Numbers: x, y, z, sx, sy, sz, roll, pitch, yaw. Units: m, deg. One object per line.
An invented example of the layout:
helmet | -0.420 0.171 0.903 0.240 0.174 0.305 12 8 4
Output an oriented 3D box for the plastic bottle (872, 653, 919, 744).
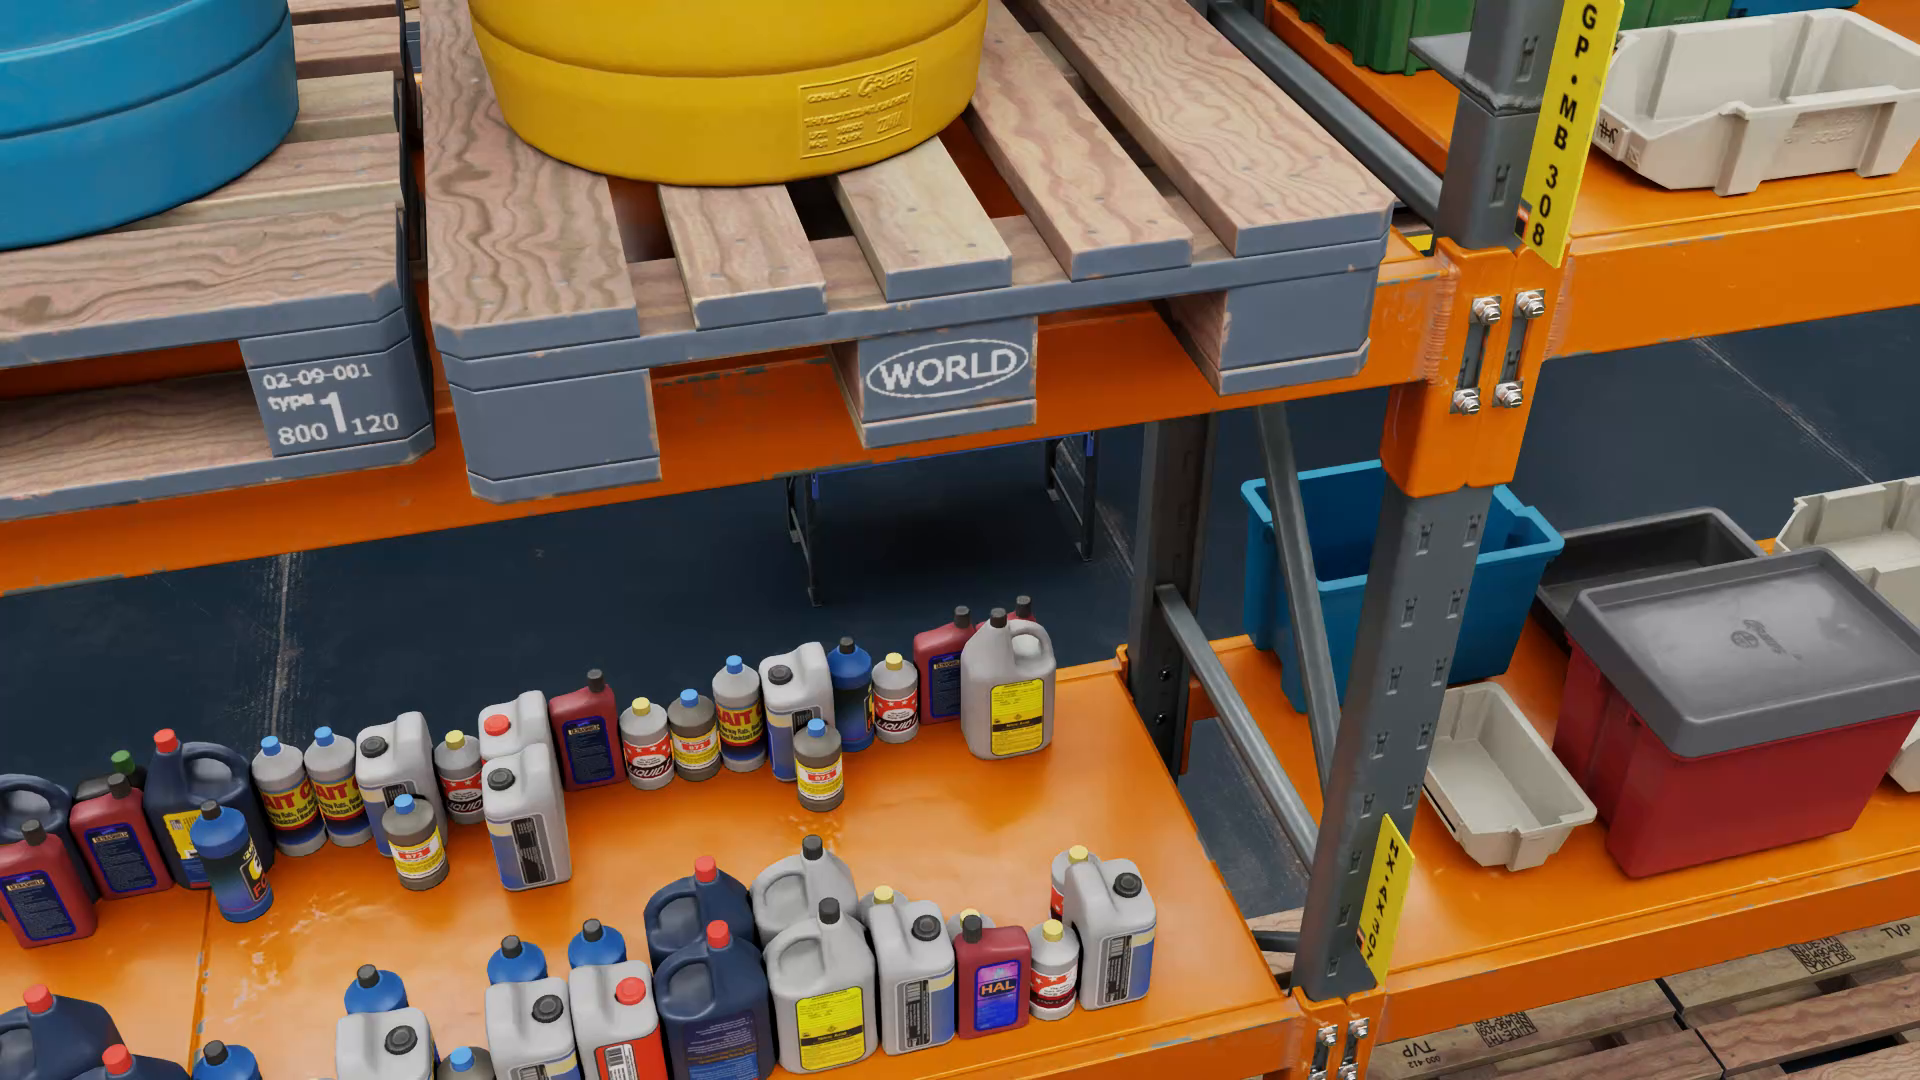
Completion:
plastic bottle | -0.137 0.326 3.519 0.097 0.201 0.097 0 37 0

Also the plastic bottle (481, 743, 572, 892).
plastic bottle | -0.837 0.524 3.198 0.135 0.276 0.152 -9 38 -12

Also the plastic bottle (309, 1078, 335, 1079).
plastic bottle | -1.031 0.950 2.703 0.097 0.201 0.097 0 37 0

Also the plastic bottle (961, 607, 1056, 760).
plastic bottle | 0.100 0.280 3.455 0.185 0.351 0.144 -9 38 -12

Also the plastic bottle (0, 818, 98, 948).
plastic bottle | -1.700 0.629 3.055 0.133 0.283 0.061 -9 38 -12

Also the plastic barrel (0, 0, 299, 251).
plastic barrel | -1.044 -0.808 1.611 0.708 0.901 0.600 -9 38 -12

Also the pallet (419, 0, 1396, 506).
pallet | -0.168 -0.546 2.182 1.003 0.211 1.213 -9 38 -12

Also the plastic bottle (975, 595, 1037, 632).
plastic bottle | 0.098 0.243 3.559 0.133 0.283 0.061 -9 38 -12

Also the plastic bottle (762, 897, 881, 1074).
plastic bottle | -0.239 0.746 2.847 0.185 0.351 0.144 -9 38 -12

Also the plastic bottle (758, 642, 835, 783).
plastic bottle | -0.336 0.346 3.431 0.135 0.276 0.152 -9 38 -12

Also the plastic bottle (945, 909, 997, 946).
plastic bottle | 0.018 0.740 2.978 0.097 0.201 0.097 0 37 0

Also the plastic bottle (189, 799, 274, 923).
plastic bottle | -1.370 0.591 3.115 0.097 0.271 0.097 0 37 0

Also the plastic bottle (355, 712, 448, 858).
plastic bottle | -1.101 0.471 3.267 0.135 0.276 0.152 -9 38 -12

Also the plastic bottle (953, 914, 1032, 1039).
plastic bottle | 0.056 0.751 2.896 0.133 0.283 0.061 -9 38 -12

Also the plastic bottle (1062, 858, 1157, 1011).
plastic bottle | 0.267 0.690 2.981 0.135 0.276 0.152 -9 38 -12

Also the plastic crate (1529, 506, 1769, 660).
plastic crate | 1.574 0.139 3.776 0.590 0.125 0.437 -9 38 -12

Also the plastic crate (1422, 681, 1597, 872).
plastic crate | 1.050 0.480 3.322 0.243 0.136 0.396 -9 38 -12

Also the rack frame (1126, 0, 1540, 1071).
rack frame | 0.563 0.389 3.273 0.127 3.000 1.000 -9 38 -12

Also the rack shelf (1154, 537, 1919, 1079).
rack shelf | 2.494 0.358 3.906 4.000 0.370 1.077 -9 38 -12

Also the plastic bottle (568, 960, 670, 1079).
plastic bottle | -0.572 0.828 2.801 0.135 0.276 0.152 -9 38 -12

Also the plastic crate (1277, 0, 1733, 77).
plastic crate | 0.894 -0.963 2.745 0.662 0.188 0.450 -9 38 -12

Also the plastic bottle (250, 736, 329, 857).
plastic bottle | -1.314 0.491 3.245 0.097 0.271 0.097 0 37 0

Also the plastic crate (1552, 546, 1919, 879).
plastic crate | 1.491 0.345 3.228 0.583 0.464 0.402 -9 38 -12

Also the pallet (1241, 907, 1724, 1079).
pallet | 1.263 1.357 4.302 1.213 0.211 1.003 -9 38 -12

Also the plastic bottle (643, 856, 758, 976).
plastic bottle | -0.455 0.691 2.919 0.185 0.351 0.144 -9 38 -12

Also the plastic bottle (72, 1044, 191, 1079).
plastic bottle | -1.302 0.920 2.618 0.185 0.351 0.144 -9 38 -12

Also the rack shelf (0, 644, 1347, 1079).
rack shelf | -1.367 0.991 3.077 4.000 0.370 1.077 -9 38 -12

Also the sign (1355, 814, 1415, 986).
sign | 0.705 0.602 2.767 0.005 0.325 0.100 -9 38 -12

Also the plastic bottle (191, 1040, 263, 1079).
plastic bottle | -1.176 0.908 2.701 0.097 0.271 0.097 0 37 0

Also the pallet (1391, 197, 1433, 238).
pallet | 2.294 -1.904 8.566 1.213 0.211 1.003 -9 38 -12

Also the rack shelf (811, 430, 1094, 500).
rack shelf | -0.082 -0.439 5.886 1.000 0.185 0.538 -9 38 -12

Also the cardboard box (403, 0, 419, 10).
cardboard box | -2.414 -2.408 6.501 0.500 0.500 0.700 -19 41 -23

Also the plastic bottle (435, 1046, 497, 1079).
plastic bottle | -0.807 0.913 2.751 0.097 0.201 0.097 0 37 0

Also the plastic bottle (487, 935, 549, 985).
plastic bottle | -0.753 0.781 2.866 0.097 0.271 0.097 0 37 0

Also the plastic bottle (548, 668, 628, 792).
plastic bottle | -0.759 0.384 3.376 0.133 0.283 0.061 -9 38 -12

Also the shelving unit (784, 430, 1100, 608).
shelving unit | -0.082 -0.582 5.777 1.048 1.500 0.538 -9 38 -12

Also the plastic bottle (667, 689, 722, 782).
plastic bottle | -0.549 0.393 3.431 0.097 0.201 0.097 0 37 0

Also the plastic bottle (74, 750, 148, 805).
plastic bottle | -1.608 0.523 3.193 0.133 0.283 0.061 -9 38 -12

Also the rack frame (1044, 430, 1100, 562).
rack frame | 0.408 -0.663 5.882 0.032 1.500 0.500 -9 38 -12
